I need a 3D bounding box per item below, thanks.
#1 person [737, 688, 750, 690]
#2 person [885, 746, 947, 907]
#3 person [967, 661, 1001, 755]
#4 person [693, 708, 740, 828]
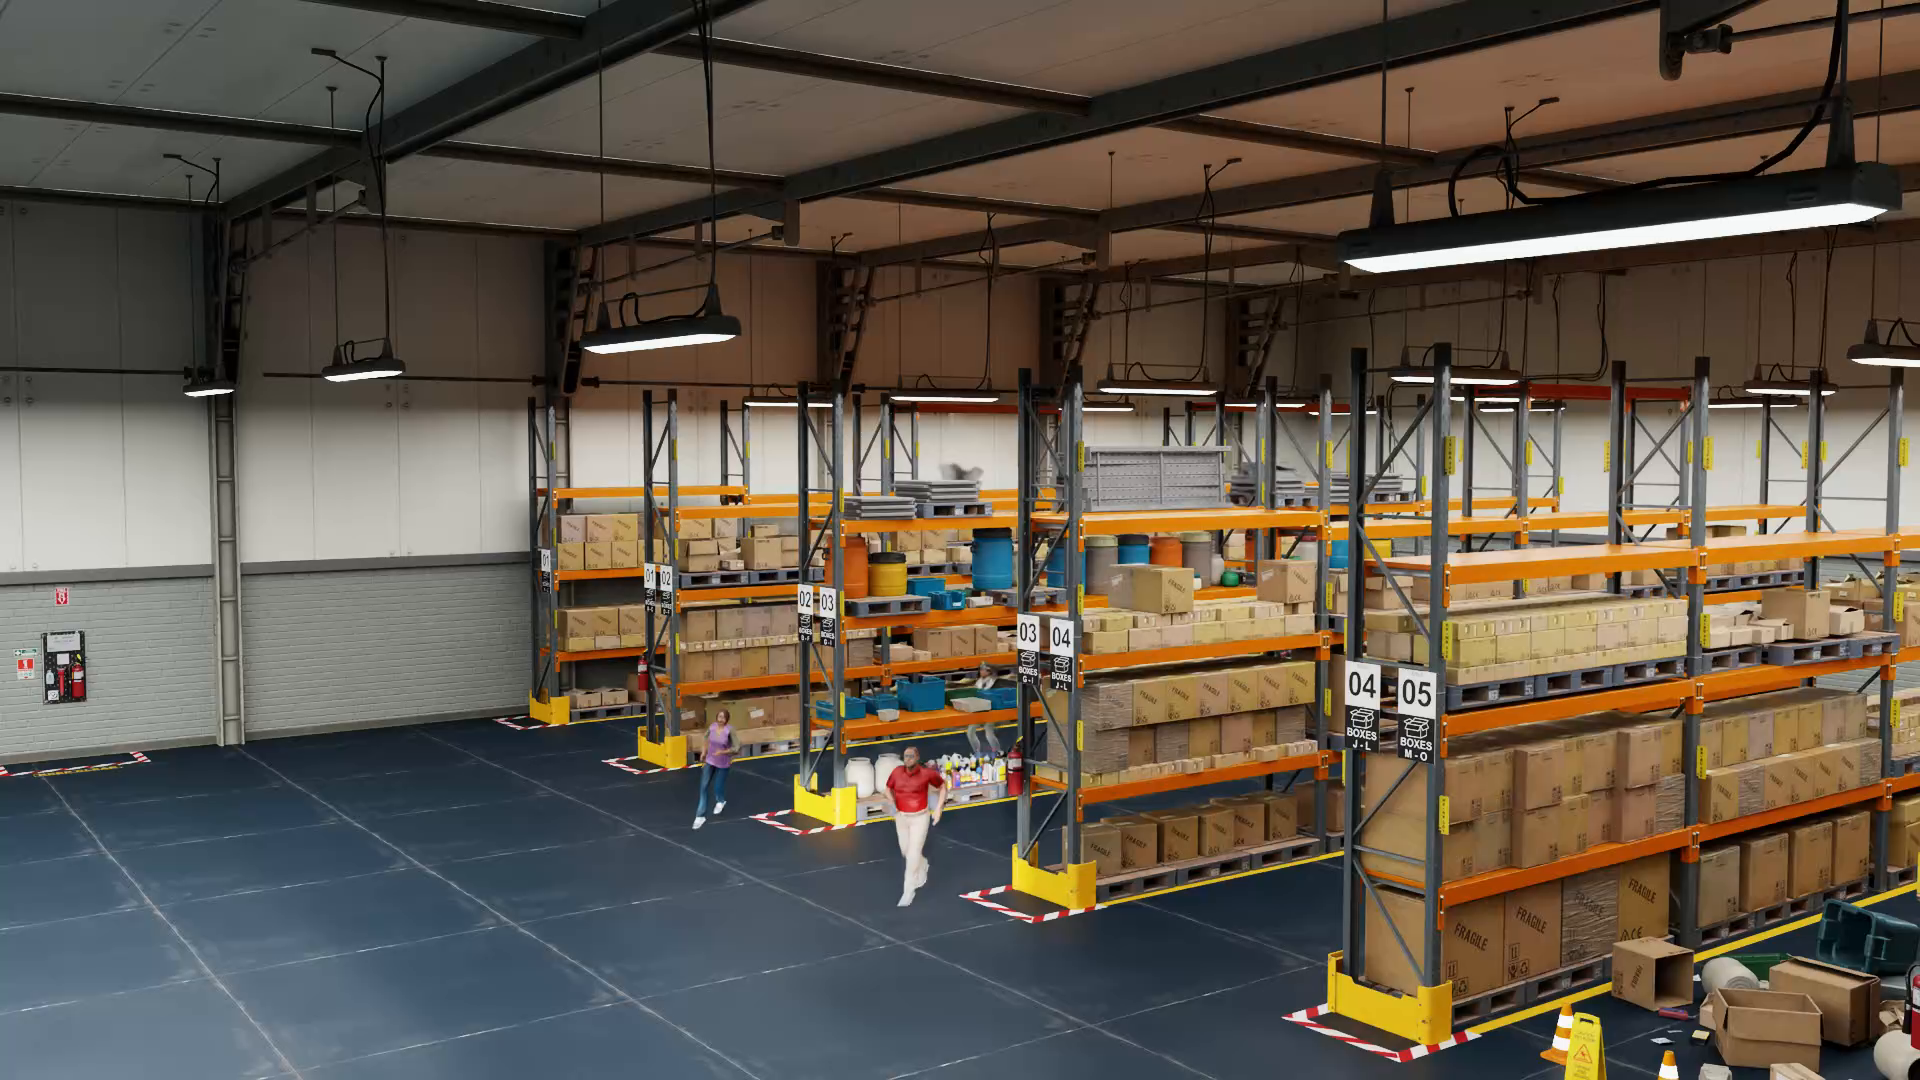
[{"bbox_3d":[-3.853,2.588,29.703,1.004,1.711,0.642,-3,4,-37],"label":"person"},{"bbox_3d":[-0.531,3.199,18.888,0.694,1.748,0.943,1,4,23],"label":"person"},{"bbox_3d":[0.391,2.771,26.386,0.715,1.732,0.588,-3,5,-43],"label":"person"},{"bbox_3d":[-3.244,3.054,22.556,0.574,1.590,0.823,1,3,11],"label":"person"}]
